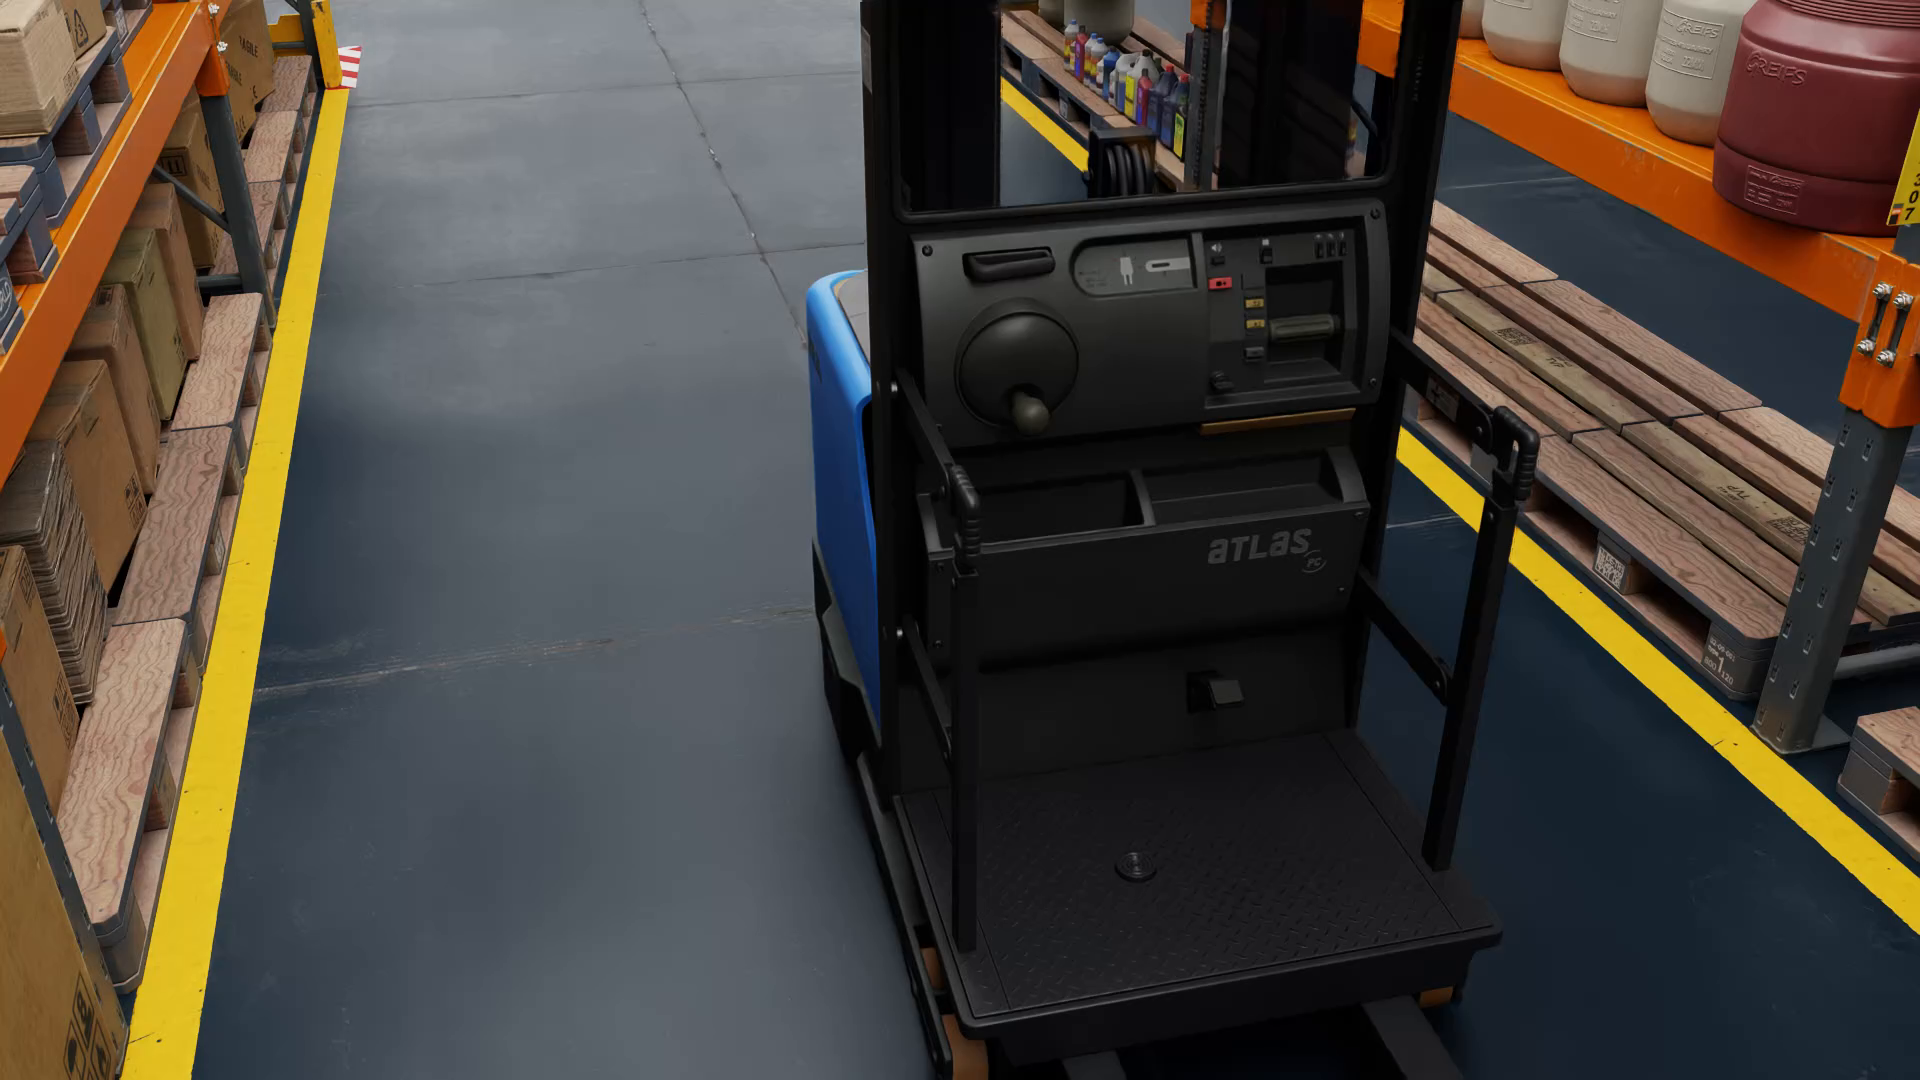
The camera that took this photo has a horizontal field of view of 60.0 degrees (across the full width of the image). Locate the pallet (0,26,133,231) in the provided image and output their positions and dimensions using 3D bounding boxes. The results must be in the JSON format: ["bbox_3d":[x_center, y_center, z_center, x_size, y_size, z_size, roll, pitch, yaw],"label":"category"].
[{"bbox_3d":[-2.763,-1.041,4.246,1.003,0.211,1.213,-8,31,-13],"label":"pallet"}]

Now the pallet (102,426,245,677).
[{"bbox_3d":[-2.724,0.068,4.922,1.003,0.211,1.213,-8,31,-13],"label":"pallet"}]

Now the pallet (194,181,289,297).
[{"bbox_3d":[-3.472,-1.218,7.144,1.003,0.211,1.213,-8,31,-13],"label":"pallet"}]

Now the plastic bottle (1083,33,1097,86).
[{"bbox_3d":[0.726,-2.623,9.071,0.097,0.271,0.097,0,30,0],"label":"plastic bottle"}]

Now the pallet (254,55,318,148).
[{"bbox_3d":[-4.120,-2.397,9.180,1.003,0.211,1.213,-8,31,-13],"label":"pallet"}]

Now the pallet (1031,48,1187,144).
[{"bbox_3d":[1.050,-2.477,9.319,1.003,0.211,1.213,-8,31,-13],"label":"pallet"}]

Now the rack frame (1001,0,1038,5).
[{"bbox_3d":[0.454,-4.696,10.368,1.000,3.000,0.127,-8,31,-13],"label":"rack frame"}]

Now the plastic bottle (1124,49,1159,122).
[{"bbox_3d":[0.930,-2.329,8.485,0.144,0.351,0.185,-8,31,-14],"label":"plastic bottle"}]

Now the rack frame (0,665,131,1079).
[{"bbox_3d":[-2.198,-0.173,2.555,1.000,3.000,0.127,-8,31,-13],"label":"rack frame"}]

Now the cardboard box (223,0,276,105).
[{"bbox_3d":[-3.980,-2.549,8.736,0.500,0.500,0.500,0,30,0],"label":"cardboard box"}]

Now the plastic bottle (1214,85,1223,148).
[{"bbox_3d":[1.206,-2.100,8.088,0.144,0.351,0.185,-8,31,-13],"label":"plastic bottle"}]

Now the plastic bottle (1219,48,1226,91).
[{"bbox_3d":[1.402,-2.485,8.829,0.152,0.276,0.135,-8,31,-13],"label":"plastic bottle"}]

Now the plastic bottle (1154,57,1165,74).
[{"bbox_3d":[1.022,-2.326,8.547,0.061,0.283,0.133,-8,31,-13],"label":"plastic bottle"}]

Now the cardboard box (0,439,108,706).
[{"bbox_3d":[-2.555,0.131,4.086,0.700,0.500,0.500,-10,32,-17],"label":"cardboard box"}]

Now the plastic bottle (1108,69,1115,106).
[{"bbox_3d":[0.833,-2.397,8.751,0.097,0.201,0.097,0,30,0],"label":"plastic bottle"}]

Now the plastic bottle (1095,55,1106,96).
[{"bbox_3d":[0.779,-2.496,8.923,0.097,0.201,0.097,0,30,0],"label":"plastic bottle"}]

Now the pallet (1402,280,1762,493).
[{"bbox_3d":[2.089,-0.592,6.063,1.003,0.211,1.213,-8,31,-13],"label":"pallet"}]

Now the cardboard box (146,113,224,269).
[{"bbox_3d":[-3.327,-1.404,6.757,0.500,0.500,0.500,-9,31,-15],"label":"cardboard box"}]

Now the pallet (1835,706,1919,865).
[{"bbox_3d":[2.827,0.750,3.743,1.003,0.211,1.213,-8,31,-13],"label":"pallet"}]

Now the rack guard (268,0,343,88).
[{"bbox_3d":[-4.301,-2.919,9.793,1.175,0.500,0.348,-8,31,-13],"label":"rack guard"}]

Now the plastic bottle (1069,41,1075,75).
[{"bbox_3d":[0.662,-2.708,9.288,0.097,0.201,0.097,0,30,0],"label":"plastic bottle"}]

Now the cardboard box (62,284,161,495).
[{"bbox_3d":[-2.860,-0.411,5.023,0.700,0.500,0.500,-11,32,-18],"label":"cardboard box"}]

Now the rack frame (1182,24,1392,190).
[{"bbox_3d":[1.516,-2.764,7.031,1.000,3.000,0.127,-8,31,-13],"label":"rack frame"}]

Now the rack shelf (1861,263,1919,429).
[{"bbox_3d":[3.108,0.445,2.204,1.077,0.370,4.000,-8,31,-13],"label":"rack shelf"}]

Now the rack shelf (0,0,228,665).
[{"bbox_3d":[-2.729,-0.828,4.404,1.077,0.370,4.000,-8,31,-13],"label":"rack shelf"}]

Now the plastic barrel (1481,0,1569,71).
[{"bbox_3d":[1.868,-1.768,5.175,0.433,0.535,0.433,0,30,0],"label":"plastic barrel"}]

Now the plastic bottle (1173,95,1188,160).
[{"bbox_3d":[1.070,-1.967,7.927,0.061,0.283,0.133,-6,31,-11],"label":"plastic bottle"}]

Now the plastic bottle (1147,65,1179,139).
[{"bbox_3d":[1.016,-2.173,8.215,0.144,0.351,0.185,-9,31,-16],"label":"plastic bottle"}]

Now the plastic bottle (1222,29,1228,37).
[{"bbox_3d":[1.441,-2.686,9.176,0.152,0.276,0.135,-9,31,-15],"label":"plastic bottle"}]

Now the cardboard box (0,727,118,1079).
[{"bbox_3d":[-2.035,0.901,2.402,1.225,0.875,0.875,-9,31,-16],"label":"cardboard box"}]

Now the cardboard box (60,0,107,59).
[{"bbox_3d":[-2.710,-1.507,4.337,0.797,0.503,0.637,-5,30,-8],"label":"cardboard box"}]

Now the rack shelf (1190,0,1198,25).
[{"bbox_3d":[0.985,-3.418,8.880,1.077,0.370,4.000,-8,31,-13],"label":"rack shelf"}]

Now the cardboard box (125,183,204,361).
[{"bbox_3d":[-3.117,-0.914,5.892,0.700,0.500,0.500,-10,32,-17],"label":"cardboard box"}]

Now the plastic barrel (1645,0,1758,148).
[{"bbox_3d":[2.098,-1.349,4.474,0.421,0.512,0.421,0,30,0],"label":"plastic barrel"}]

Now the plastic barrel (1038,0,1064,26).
[{"bbox_3d":[0.702,-3.493,10.355,0.421,0.512,0.421,0,30,0],"label":"plastic barrel"}]

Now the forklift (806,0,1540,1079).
[{"bbox_3d":[0.426,-0.370,2.963,1.130,2.935,3.031,-7,31,-12],"label":"forklift"}]

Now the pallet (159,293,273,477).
[{"bbox_3d":[-3.052,-0.523,5.942,1.003,0.211,1.213,-8,31,-13],"label":"pallet"}]

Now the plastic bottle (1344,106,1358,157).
[{"bbox_3d":[1.854,-1.986,7.971,0.097,0.271,0.097,0,30,0],"label":"plastic bottle"}]
